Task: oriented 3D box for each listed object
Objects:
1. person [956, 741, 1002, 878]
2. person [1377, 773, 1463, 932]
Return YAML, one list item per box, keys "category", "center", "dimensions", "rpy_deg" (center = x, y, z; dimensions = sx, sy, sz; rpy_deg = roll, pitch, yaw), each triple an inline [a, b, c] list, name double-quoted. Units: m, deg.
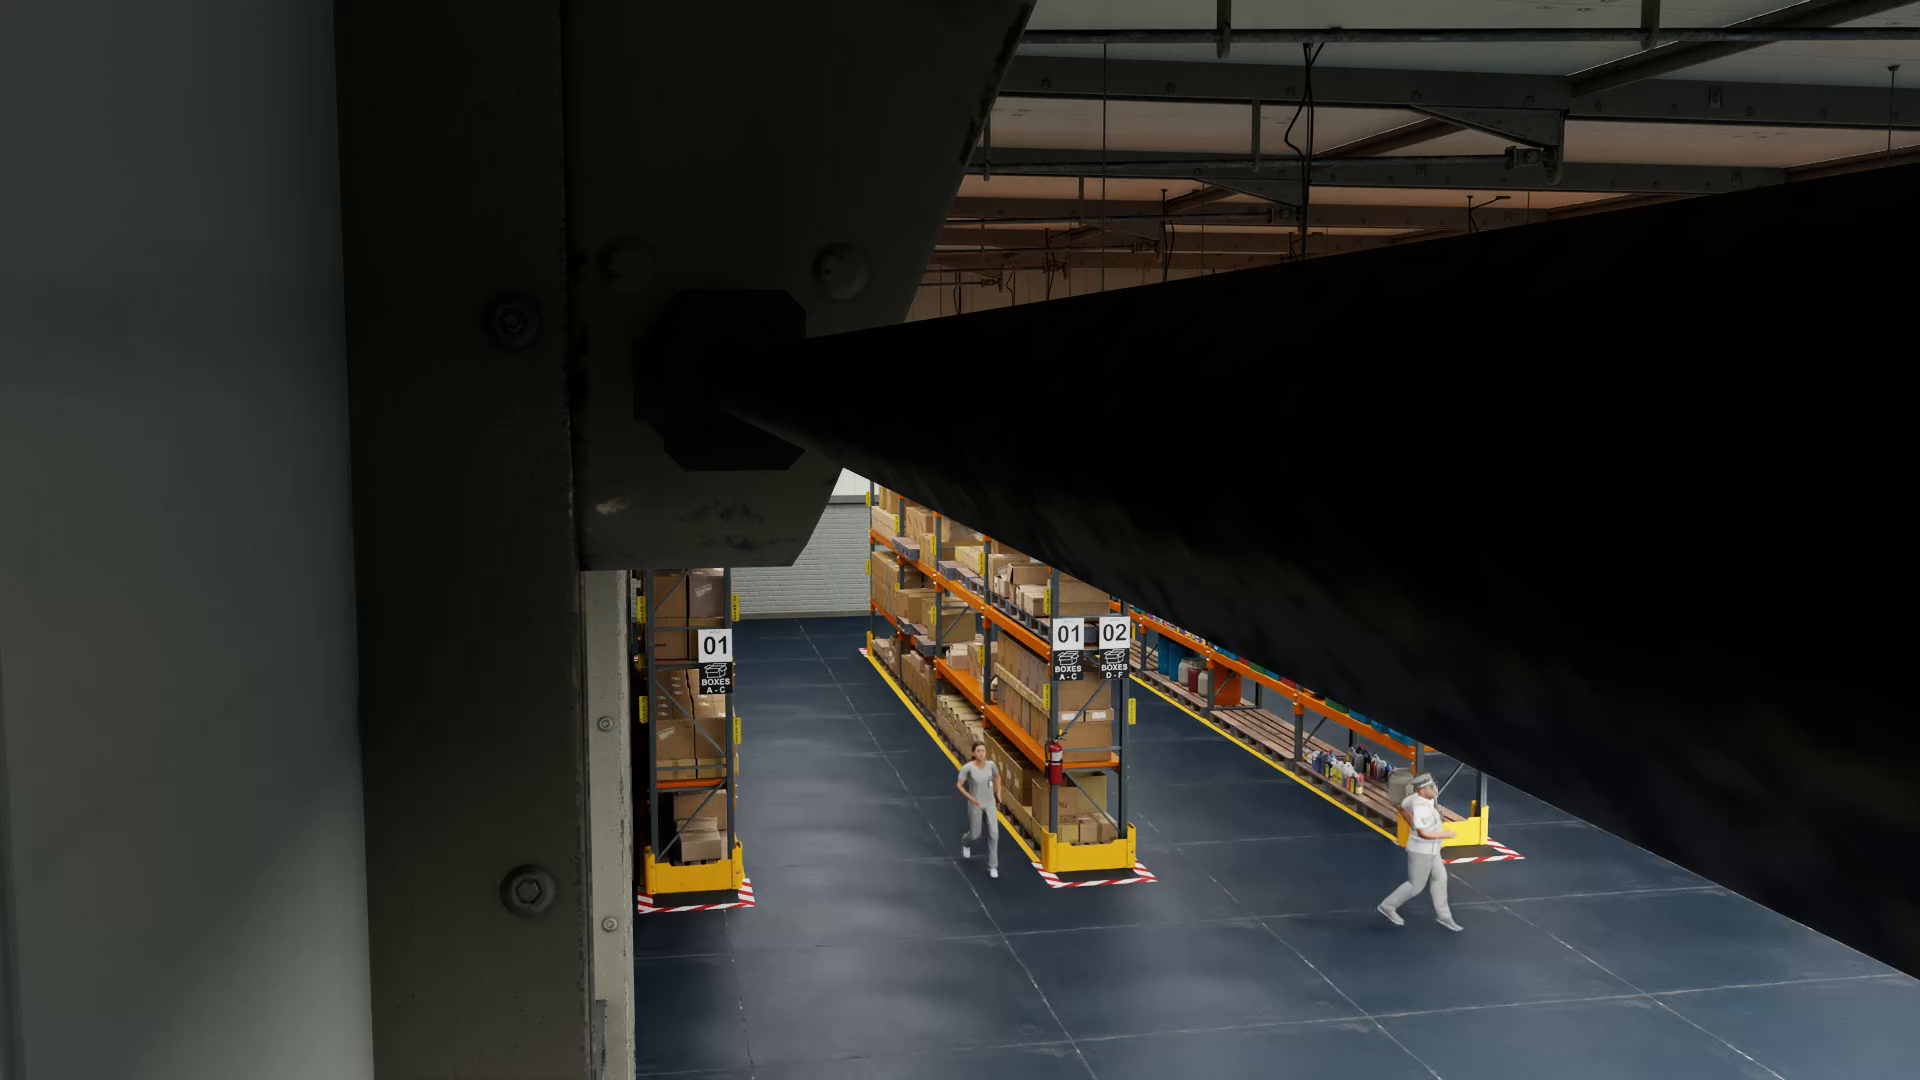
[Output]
- category: "person"
  center: [0.245, 3.345, 20.912]
  dimensions: [0.601, 1.681, 0.774]
  rpy_deg: [-2, 6, -18]
- category: "person"
  center: [5.190, 3.504, 18.673]
  dimensions: [0.932, 1.820, 0.669]
  rpy_deg: [2, 6, 18]
